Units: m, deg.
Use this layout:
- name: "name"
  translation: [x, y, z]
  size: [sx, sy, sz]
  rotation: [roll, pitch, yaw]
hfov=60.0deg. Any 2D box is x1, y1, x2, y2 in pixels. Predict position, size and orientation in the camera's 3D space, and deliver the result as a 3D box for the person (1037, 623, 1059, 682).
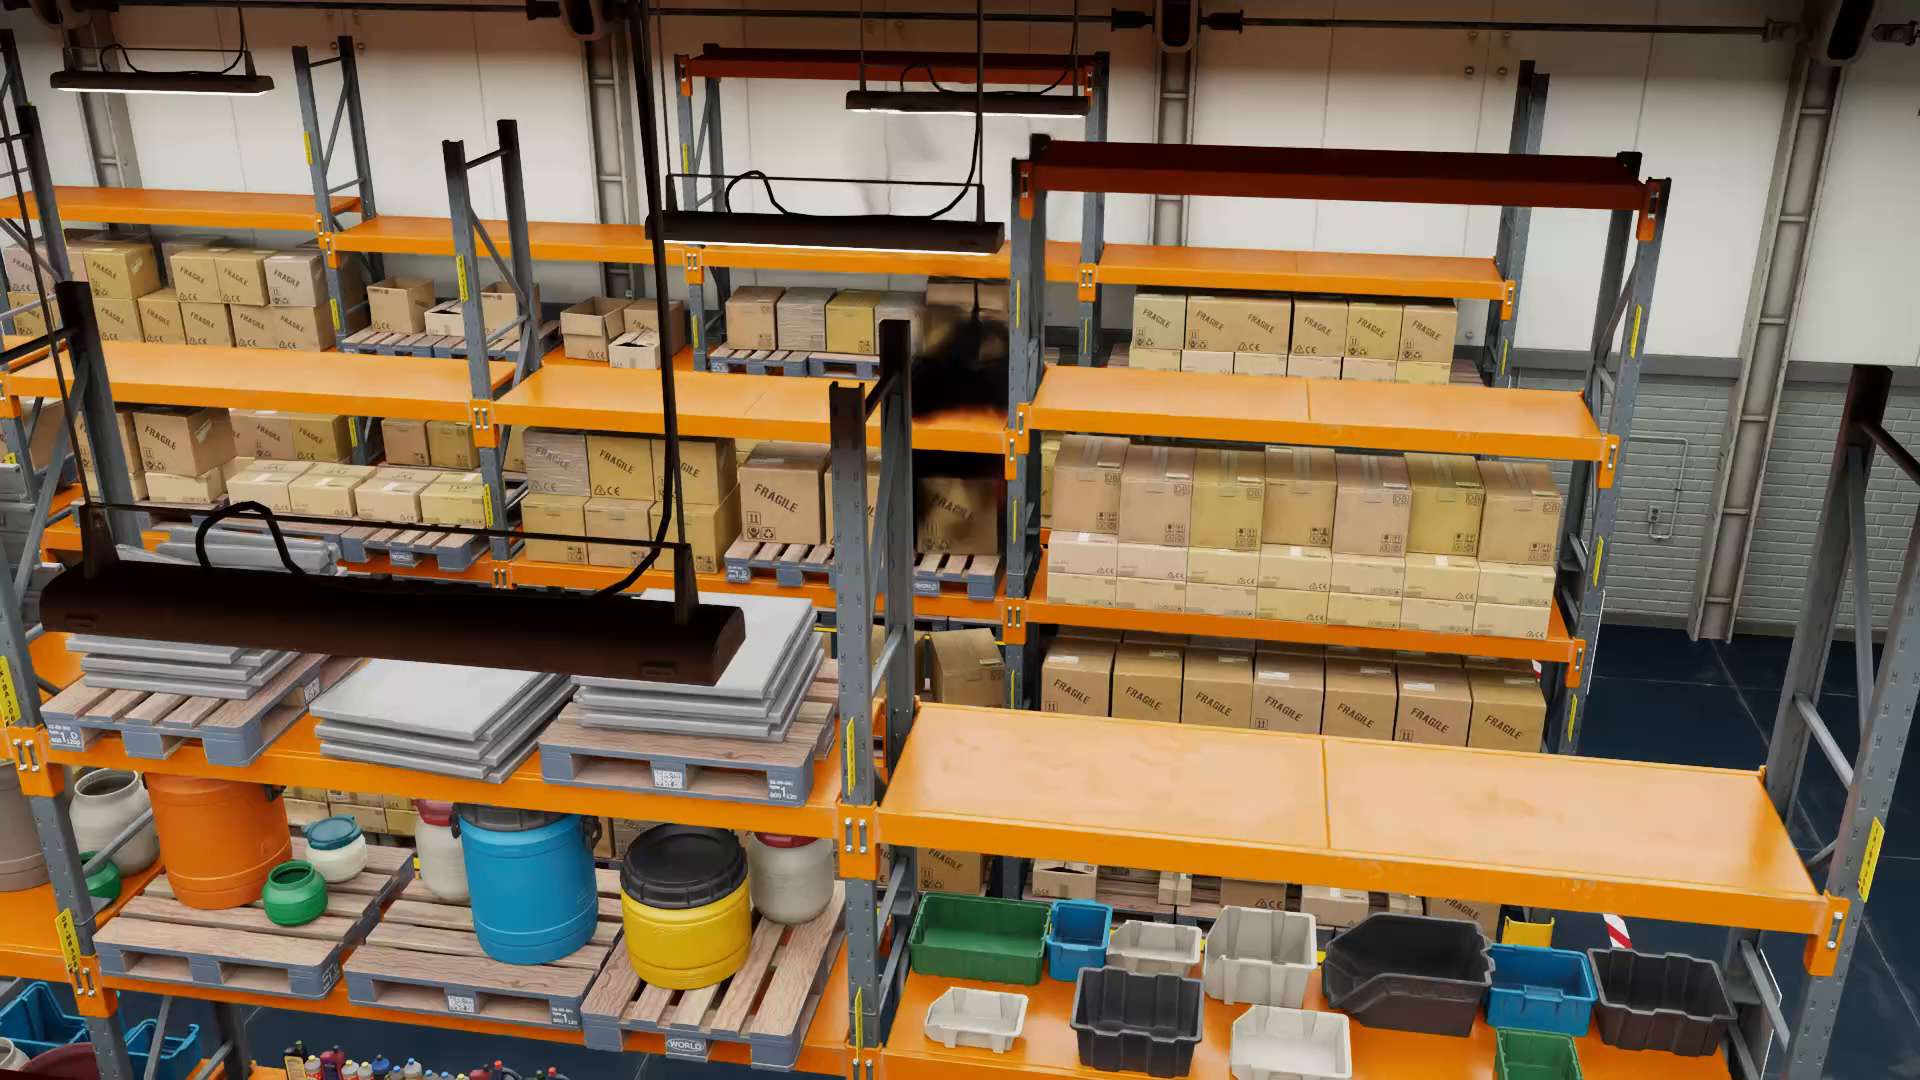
- name: "person"
  translation: [0.879, 0.892, 15.984]
  size: [0.940, 1.728, 0.650]
  rotation: [0, 23, 1]
